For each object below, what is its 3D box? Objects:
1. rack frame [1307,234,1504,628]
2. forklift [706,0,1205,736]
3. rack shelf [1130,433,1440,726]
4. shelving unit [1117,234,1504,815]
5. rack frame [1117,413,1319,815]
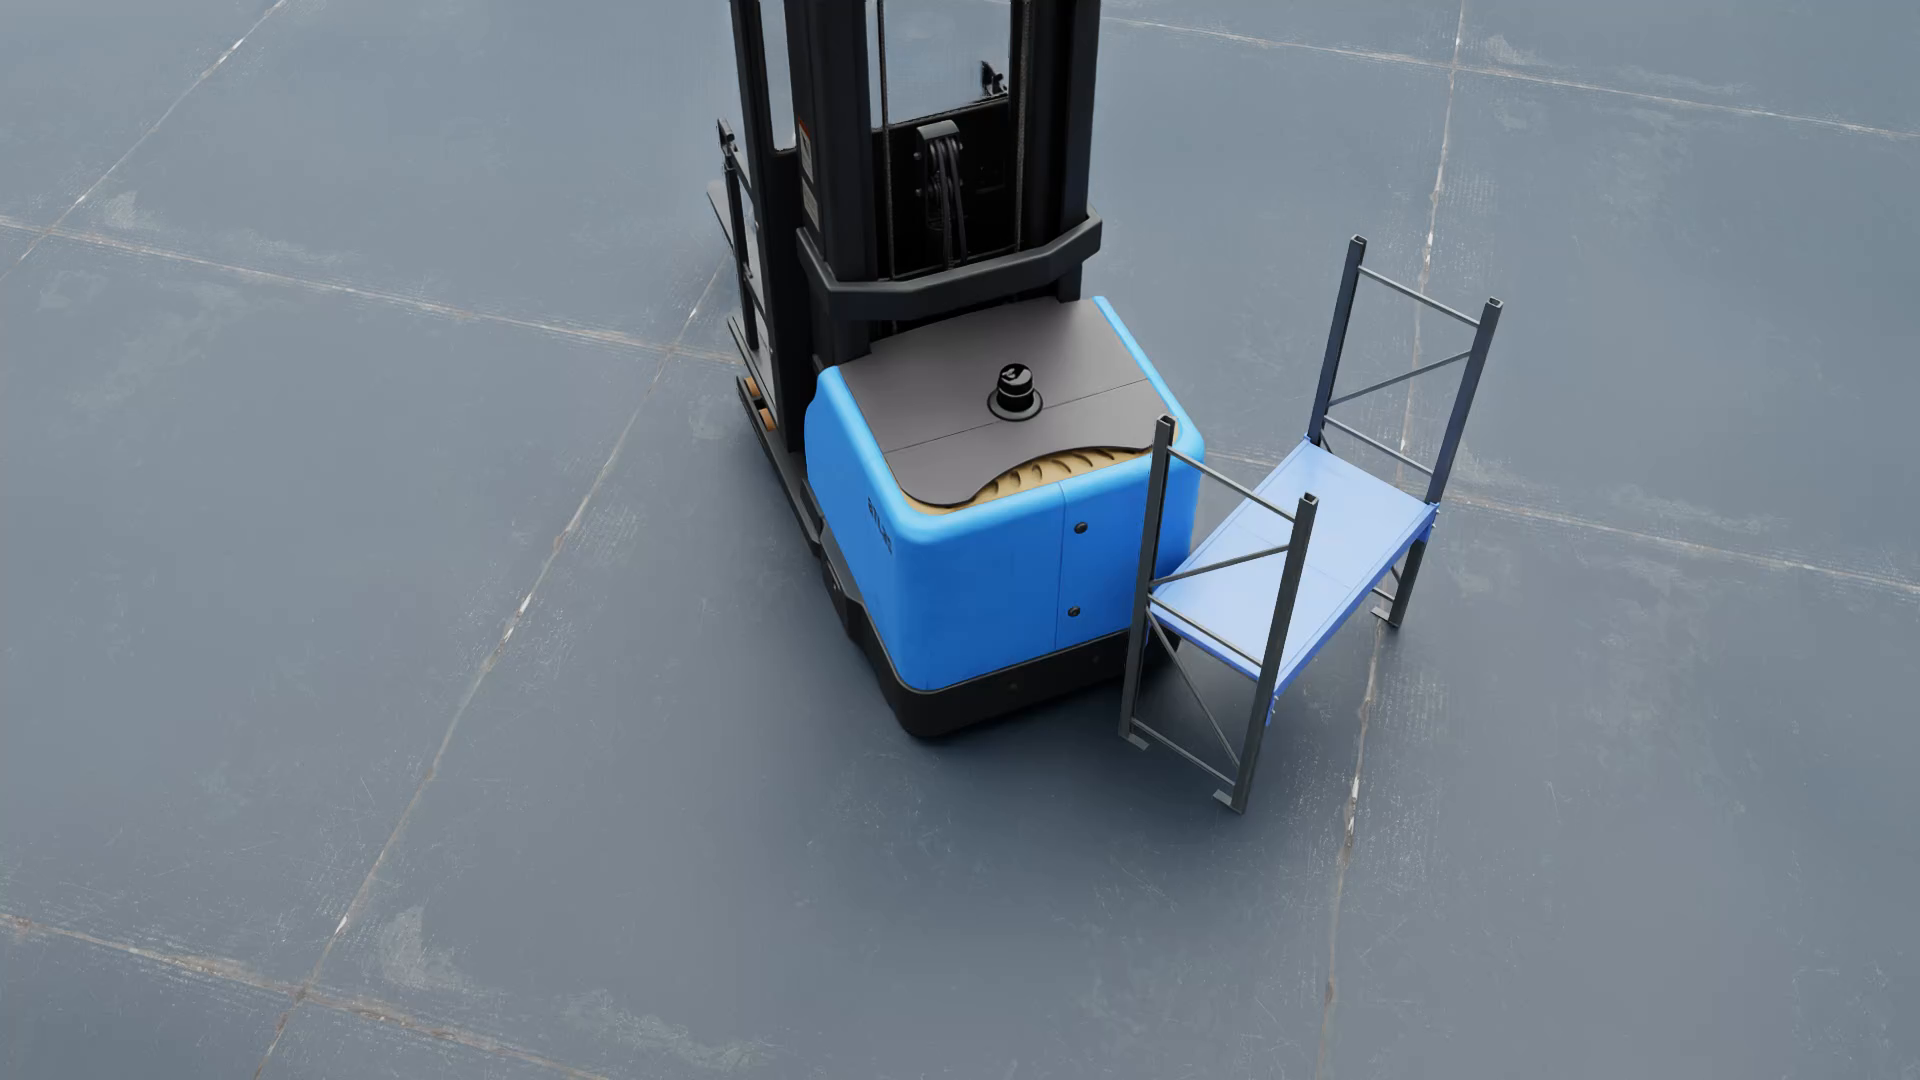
[{"bbox_3d":[1.389,-0.309,5.523,0.500,1.500,0.032,32,56,25],"label":"rack frame"},{"bbox_3d":[-0.244,-1.441,5.567,1.130,2.935,3.031,-17,51,-14],"label":"forklift"},{"bbox_3d":[1.064,0.103,5.399,0.538,0.185,1.000,32,56,25],"label":"rack shelf"},{"bbox_3d":[1.064,-0.017,5.264,0.538,1.500,1.048,32,56,25],"label":"shelving unit"},{"bbox_3d":[0.738,0.276,5.006,0.500,1.500,0.032,32,56,25],"label":"rack frame"}]
